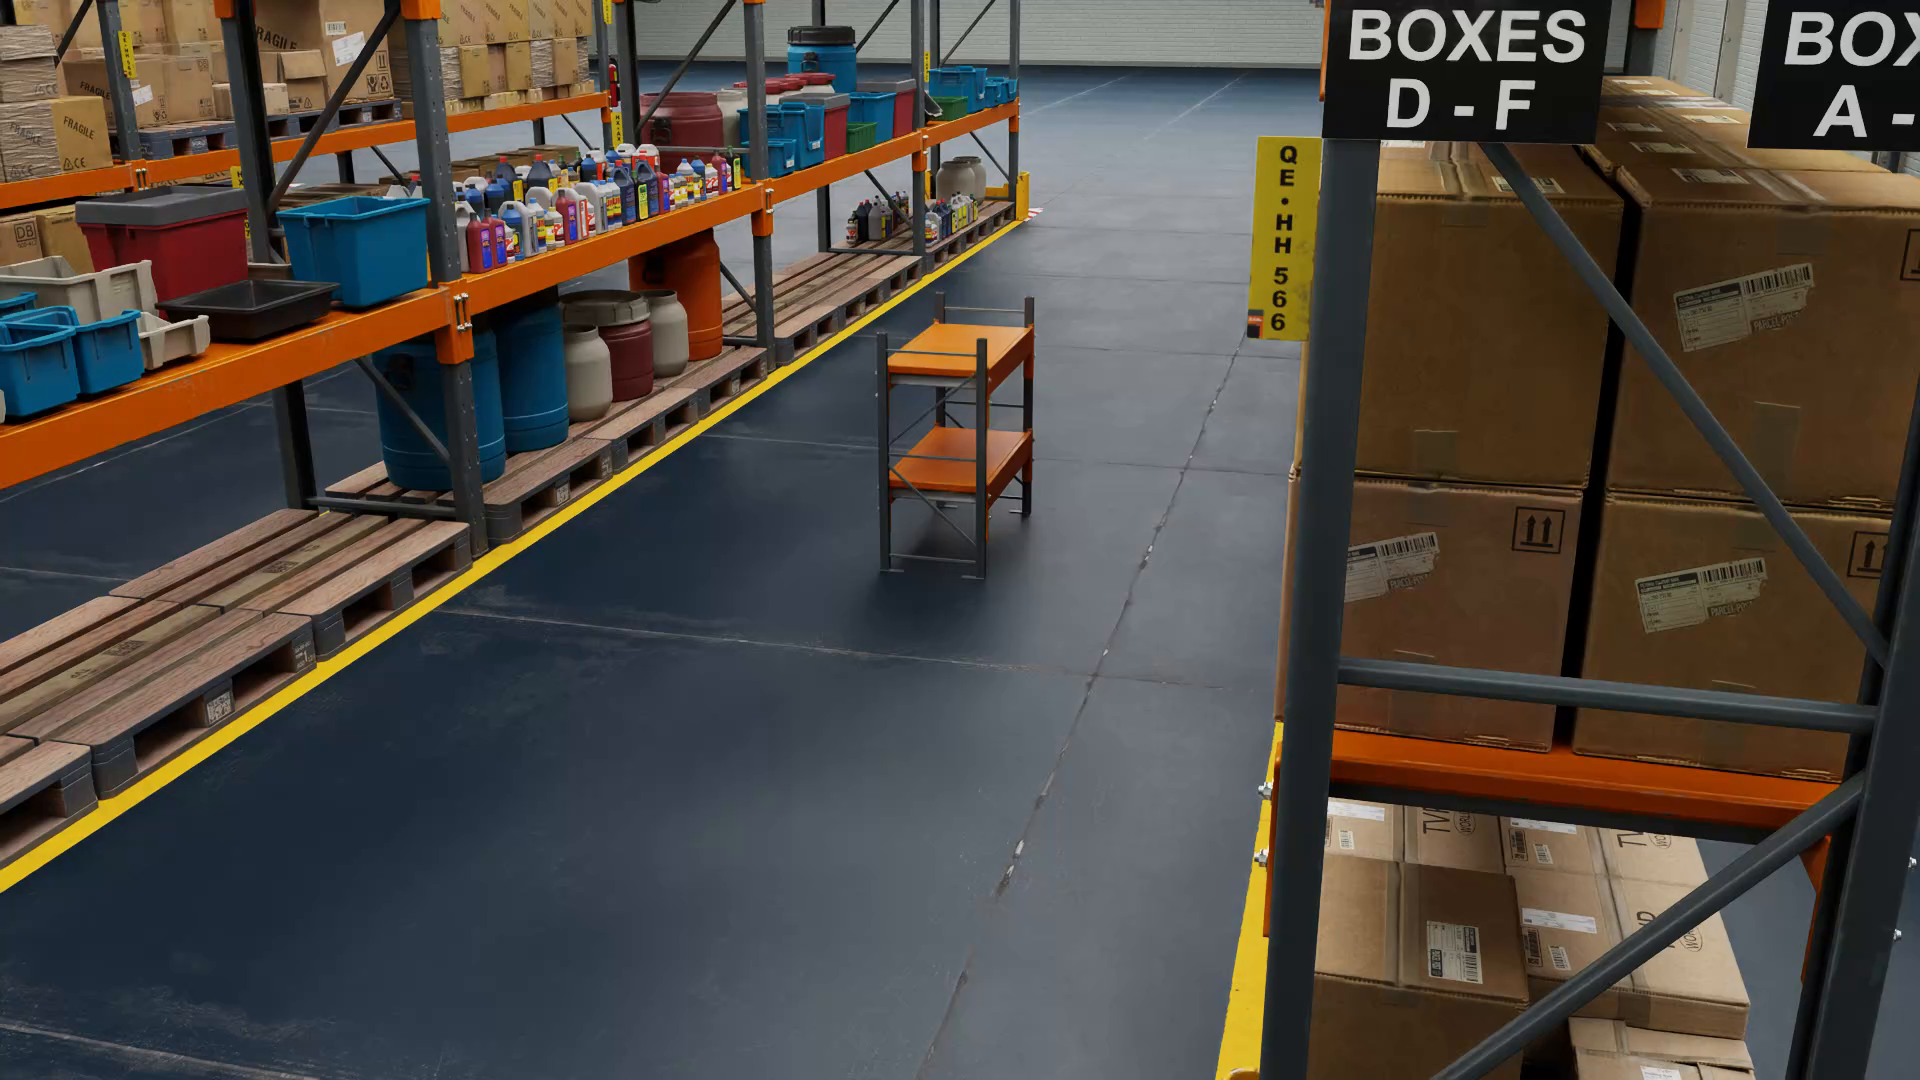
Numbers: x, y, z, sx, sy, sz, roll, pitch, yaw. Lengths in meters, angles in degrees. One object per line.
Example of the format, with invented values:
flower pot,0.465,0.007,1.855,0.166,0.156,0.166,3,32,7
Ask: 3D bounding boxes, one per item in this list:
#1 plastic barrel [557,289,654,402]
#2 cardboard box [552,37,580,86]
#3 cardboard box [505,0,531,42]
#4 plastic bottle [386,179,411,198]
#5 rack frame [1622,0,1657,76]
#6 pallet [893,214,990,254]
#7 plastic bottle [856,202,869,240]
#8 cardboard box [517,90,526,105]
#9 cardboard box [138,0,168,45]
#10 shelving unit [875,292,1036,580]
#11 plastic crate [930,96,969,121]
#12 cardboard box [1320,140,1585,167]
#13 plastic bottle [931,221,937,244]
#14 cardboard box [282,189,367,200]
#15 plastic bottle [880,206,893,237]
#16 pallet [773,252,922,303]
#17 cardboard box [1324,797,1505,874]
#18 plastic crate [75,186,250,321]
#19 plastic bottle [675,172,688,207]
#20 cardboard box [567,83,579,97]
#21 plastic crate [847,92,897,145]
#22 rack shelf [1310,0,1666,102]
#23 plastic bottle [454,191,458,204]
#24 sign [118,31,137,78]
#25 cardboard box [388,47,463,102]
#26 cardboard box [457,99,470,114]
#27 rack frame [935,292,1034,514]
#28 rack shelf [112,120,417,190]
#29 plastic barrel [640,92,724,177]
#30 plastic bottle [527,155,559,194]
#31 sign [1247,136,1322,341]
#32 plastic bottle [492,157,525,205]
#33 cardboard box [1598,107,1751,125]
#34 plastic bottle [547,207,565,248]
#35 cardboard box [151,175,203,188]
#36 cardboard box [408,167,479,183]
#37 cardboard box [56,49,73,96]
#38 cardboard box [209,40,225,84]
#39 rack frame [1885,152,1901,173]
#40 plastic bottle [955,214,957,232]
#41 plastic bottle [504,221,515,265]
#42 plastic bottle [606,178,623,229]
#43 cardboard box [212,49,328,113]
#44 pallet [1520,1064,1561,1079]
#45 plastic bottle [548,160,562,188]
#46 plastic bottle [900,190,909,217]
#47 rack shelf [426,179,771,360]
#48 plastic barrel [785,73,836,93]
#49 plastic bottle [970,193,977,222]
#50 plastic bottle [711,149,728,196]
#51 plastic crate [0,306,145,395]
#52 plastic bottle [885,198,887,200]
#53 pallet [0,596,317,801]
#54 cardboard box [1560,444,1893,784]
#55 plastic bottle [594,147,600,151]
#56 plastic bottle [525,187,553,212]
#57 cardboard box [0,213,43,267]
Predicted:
plastic barrel,-2.171,-1.185,10.096,0.600,0.588,0.708,5,19,13
cardboard box,-4.808,-5.386,18.700,0.875,0.500,0.500,5,19,13
cardboard box,-4.907,-5.534,17.587,0.500,0.500,0.500,5,19,13
plastic bottle,-2.863,-1.672,8.520,0.144,0.351,0.185,5,19,13
rack frame,2.033,-0.990,6.444,1.000,3.000,0.127,5,19,13
pallet,-0.315,-3.161,17.114,1.003,0.211,1.213,5,19,13
plastic bottle,-0.937,-3.069,15.948,0.144,0.351,0.185,4,19,12
cardboard box,-4.903,-4.758,17.867,0.380,0.149,0.250,5,19,13
cardboard box,-9.867,-6.082,19.450,0.875,0.550,0.550,5,19,13
shelving unit,-0.002,-0.530,8.000,0.538,1.125,1.048,5,19,13
plastic crate,-0.210,-4.192,16.148,0.450,0.188,0.662,5,19,13
cardboard box,1.020,-0.576,3.531,0.500,0.500,0.500,5,20,15
plastic bottle,-0.263,-2.902,15.693,0.097,0.201,0.097,0,19,0
cardboard box,-5.924,-2.967,15.420,0.700,0.500,0.500,5,19,13
plastic bottle,-0.741,-3.090,16.125,0.152,0.276,0.135,5,19,13
pallet,-0.969,-2.321,14.655,1.003,0.211,1.213,5,19,13
cardboard box,1.210,0.872,4.567,0.500,0.250,0.500,5,19,13
plastic crate,-3.231,-1.181,6.811,0.402,0.464,0.583,5,19,13
plastic bottle,-1.699,-2.122,10.065,0.097,0.201,0.097,0,19,0
cardboard box,-4.583,-5.149,19.010,0.380,0.149,0.250,5,19,13
plastic crate,-0.783,-3.511,13.852,0.392,0.384,0.575,5,19,13
rack shelf,1.544,-1.442,4.240,1.077,0.370,4.000,5,19,13
plastic bottle,-2.678,-1.719,8.656,0.144,0.351,0.185,5,19,13
sign,-6.056,-3.532,12.096,0.100,0.325,0.005,5,19,13
cardboard box,-5.448,-4.605,16.413,0.875,0.500,0.500,5,19,13
cardboard box,-5.166,-4.363,16.710,0.380,0.149,0.250,5,19,13
rack frame,0.123,-0.690,8.466,0.500,1.125,0.032,5,19,13
rack shelf,-6.107,-3.313,14.360,1.077,0.370,4.000,5,19,13
plastic barrel,-1.973,-2.869,11.737,0.600,0.536,0.708,5,19,13
plastic bottle,-2.413,-2.048,9.619,0.144,0.351,0.185,5,19,13
sign,0.522,-0.483,2.682,0.100,0.325,0.005,5,19,13
plastic bottle,-2.593,-2.018,9.531,0.144,0.351,0.185,5,19,13
cardboard box,1.790,-0.855,4.348,0.500,0.500,0.500,4,19,13
plastic bottle,-2.095,-1.613,8.576,0.097,0.201,0.097,0,19,0
cardboard box,-9.740,-4.657,19.819,0.875,0.875,0.875,4,19,13
cardboard box,-5.349,-3.599,17.300,0.500,0.500,0.500,12,22,31
cardboard box,-10.212,-5.066,18.146,0.875,0.550,0.550,5,19,13
cardboard box,-9.472,-5.909,20.614,0.875,0.550,0.550,5,19,13
rack frame,9.769,-4.361,16.314,1.000,3.000,0.127,5,19,13
plastic bottle,-0.078,-3.140,16.387,0.097,0.201,0.097,0,19,0
plastic bottle,-2.223,-1.449,8.095,0.097,0.201,0.097,0,19,0
plastic bottle,-1.926,-1.864,9.202,0.097,0.271,0.097,0,19,0
cardboard box,-5.952,-3.977,14.382,0.797,0.503,0.637,7,20,19
pallet,1.268,1.310,4.026,1.003,0.211,1.213,5,19,13
plastic bottle,-2.469,-2.171,10.103,0.097,0.271,0.097,0,19,0
plastic bottle,-0.583,-3.516,17.383,0.097,0.271,0.097,0,19,0
rack shelf,-2.281,-1.668,9.544,1.077,0.370,4.000,5,19,13
plastic barrel,-1.262,-3.671,14.085,0.433,0.535,0.433,0,19,0
plastic bottle,0.128,-3.418,17.074,0.061,0.283,0.133,5,20,15
plastic bottle,-1.534,-2.348,10.600,0.061,0.283,0.133,5,19,13
plastic crate,-2.973,-0.635,5.574,0.416,0.233,0.300,5,19,13
plastic bottle,-0.741,-3.314,16.790,0.097,0.271,0.097,0,19,0
pallet,-3.208,0.555,6.237,1.003,0.211,1.213,5,19,13
cardboard box,1.419,0.099,3.103,0.500,0.500,0.500,5,20,15
plastic bottle,-2.336,-2.371,10.669,0.061,0.283,0.133,5,19,13
plastic bottle,-2.209,-1.740,8.834,0.152,0.276,0.135,5,19,13
cardboard box,-7.009,-1.727,11.239,1.225,0.875,0.875,5,19,14
